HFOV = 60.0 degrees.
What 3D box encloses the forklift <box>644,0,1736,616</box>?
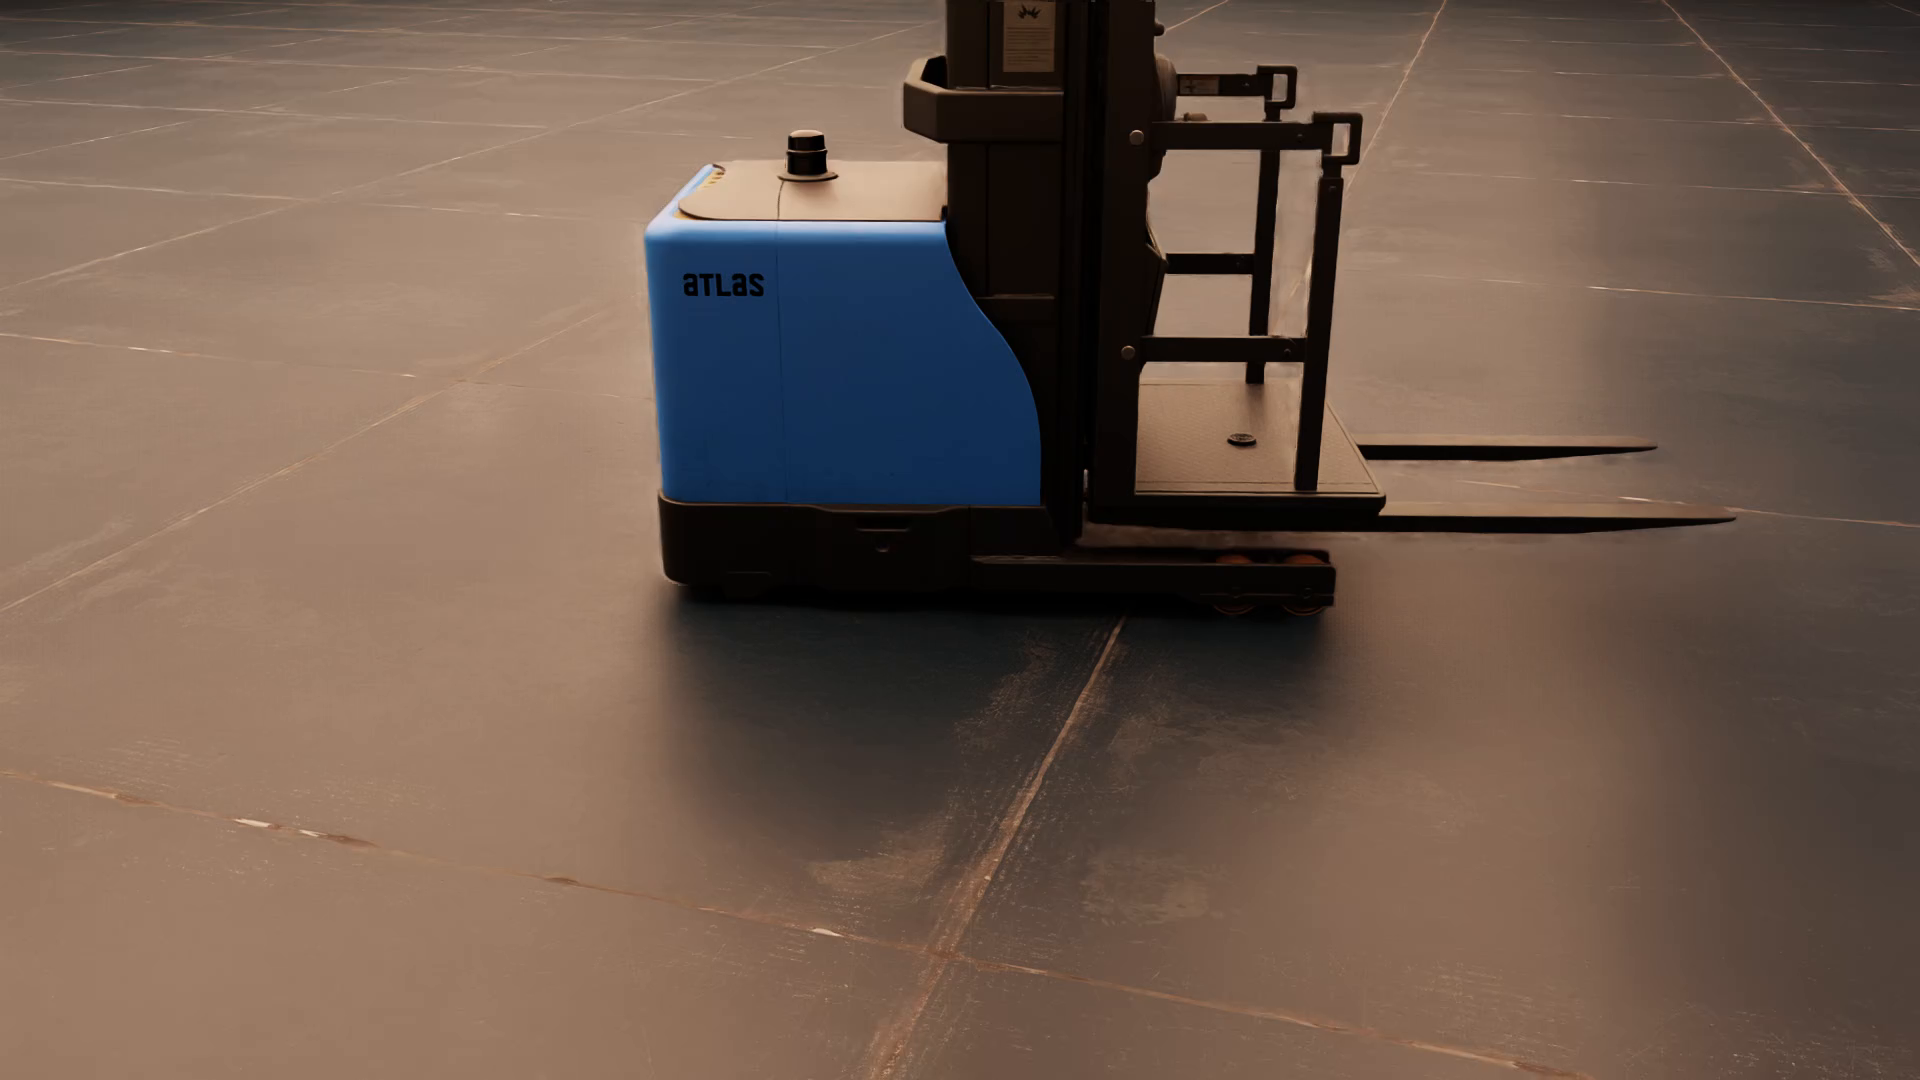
[{"bbox_3d":[0.683,-1.351,4.551,3.031,2.935,1.130,1,22,1],"label":"forklift"}]
